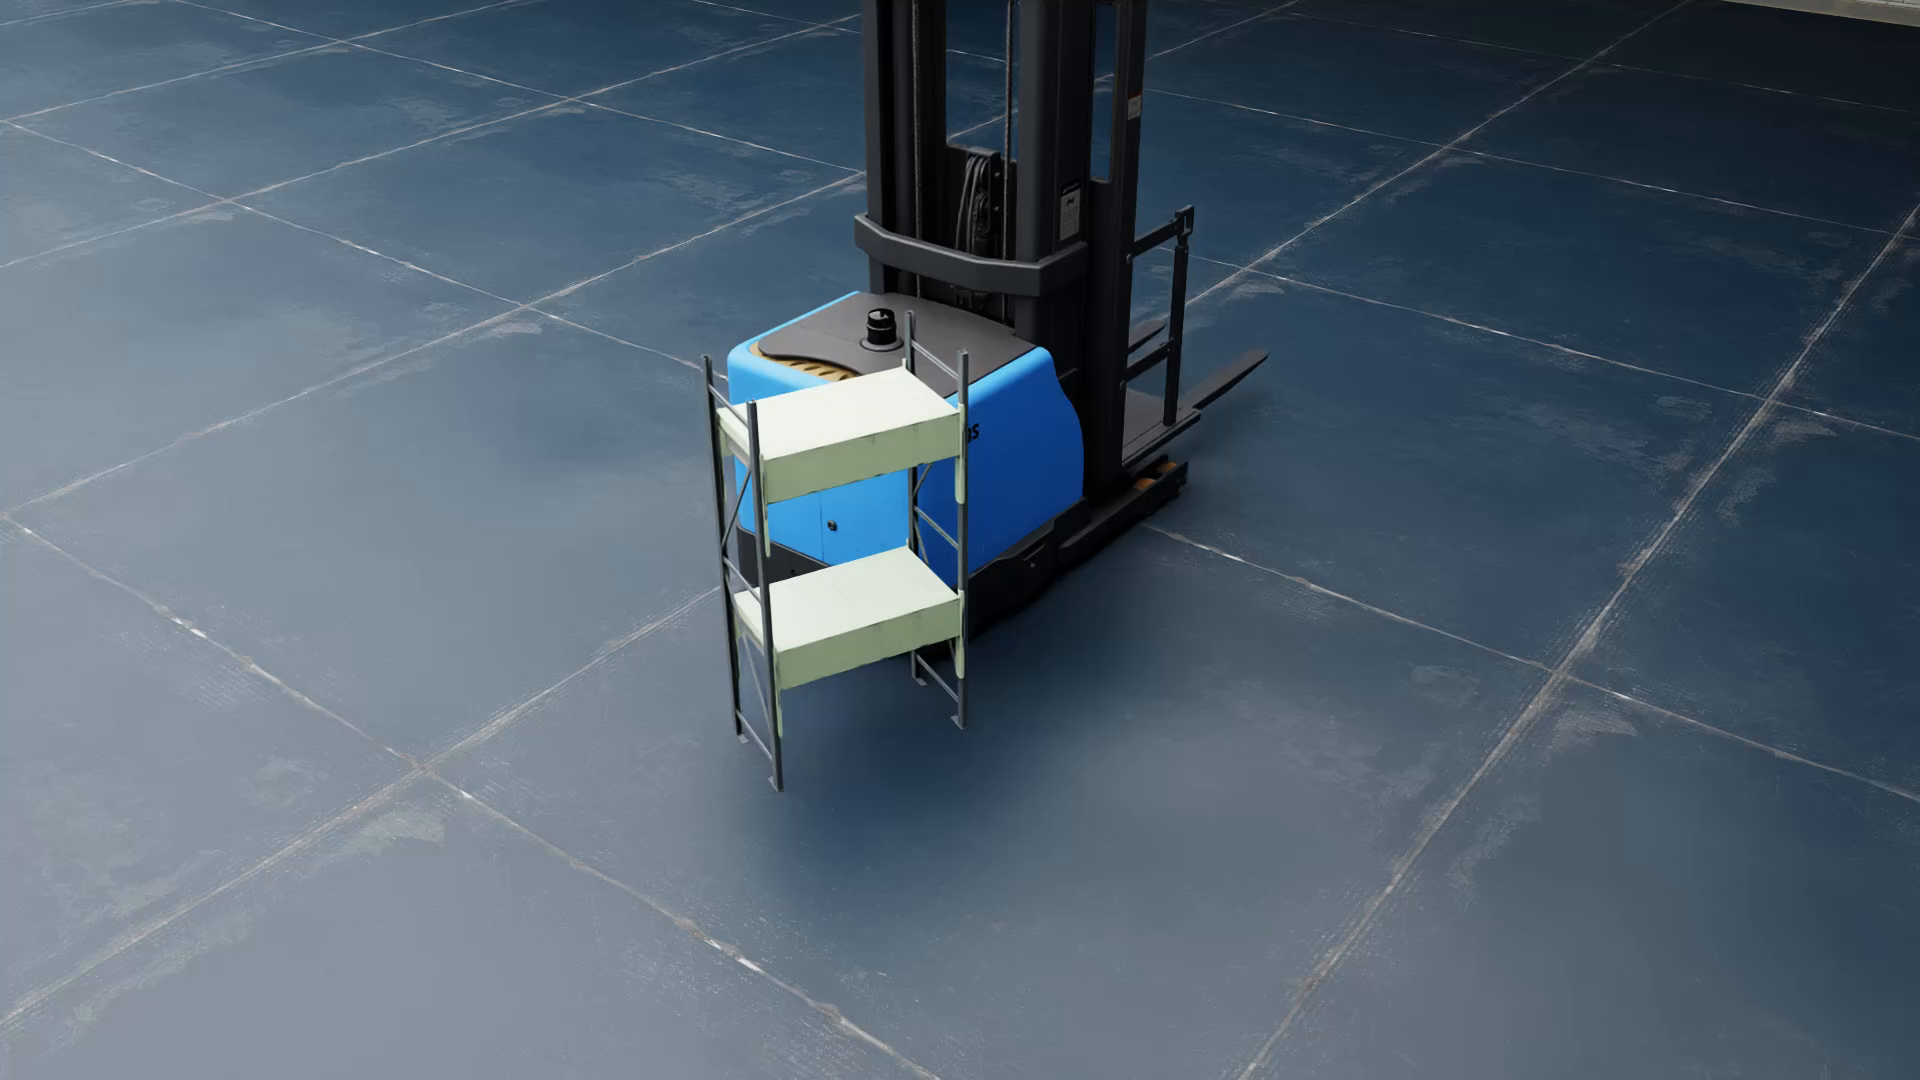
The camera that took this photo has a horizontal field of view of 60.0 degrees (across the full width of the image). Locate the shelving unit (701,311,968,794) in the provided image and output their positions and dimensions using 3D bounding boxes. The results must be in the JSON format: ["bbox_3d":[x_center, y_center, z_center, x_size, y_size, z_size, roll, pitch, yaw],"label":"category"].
[{"bbox_3d":[-0.399,0.052,5.691,0.755,1.500,0.431,-16,34,-25],"label":"shelving unit"}]

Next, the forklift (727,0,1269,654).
[{"bbox_3d":[0.381,-1.514,6.930,1.130,2.935,3.031,21,37,32],"label":"forklift"}]

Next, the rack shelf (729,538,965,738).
[{"bbox_3d":[-0.399,0.333,5.857,0.720,0.370,0.431,-16,34,-25],"label":"rack shelf"}]

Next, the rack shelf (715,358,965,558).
[{"bbox_3d":[-0.399,-0.283,5.492,0.720,0.370,0.431,-16,34,-25],"label":"rack shelf"}]

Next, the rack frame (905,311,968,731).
[{"bbox_3d":[-0.079,-0.039,5.844,0.023,1.500,0.400,-16,34,-25],"label":"rack frame"}]

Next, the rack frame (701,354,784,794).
[{"bbox_3d":[-0.719,0.143,5.537,0.023,1.500,0.400,-16,34,-25],"label":"rack frame"}]
